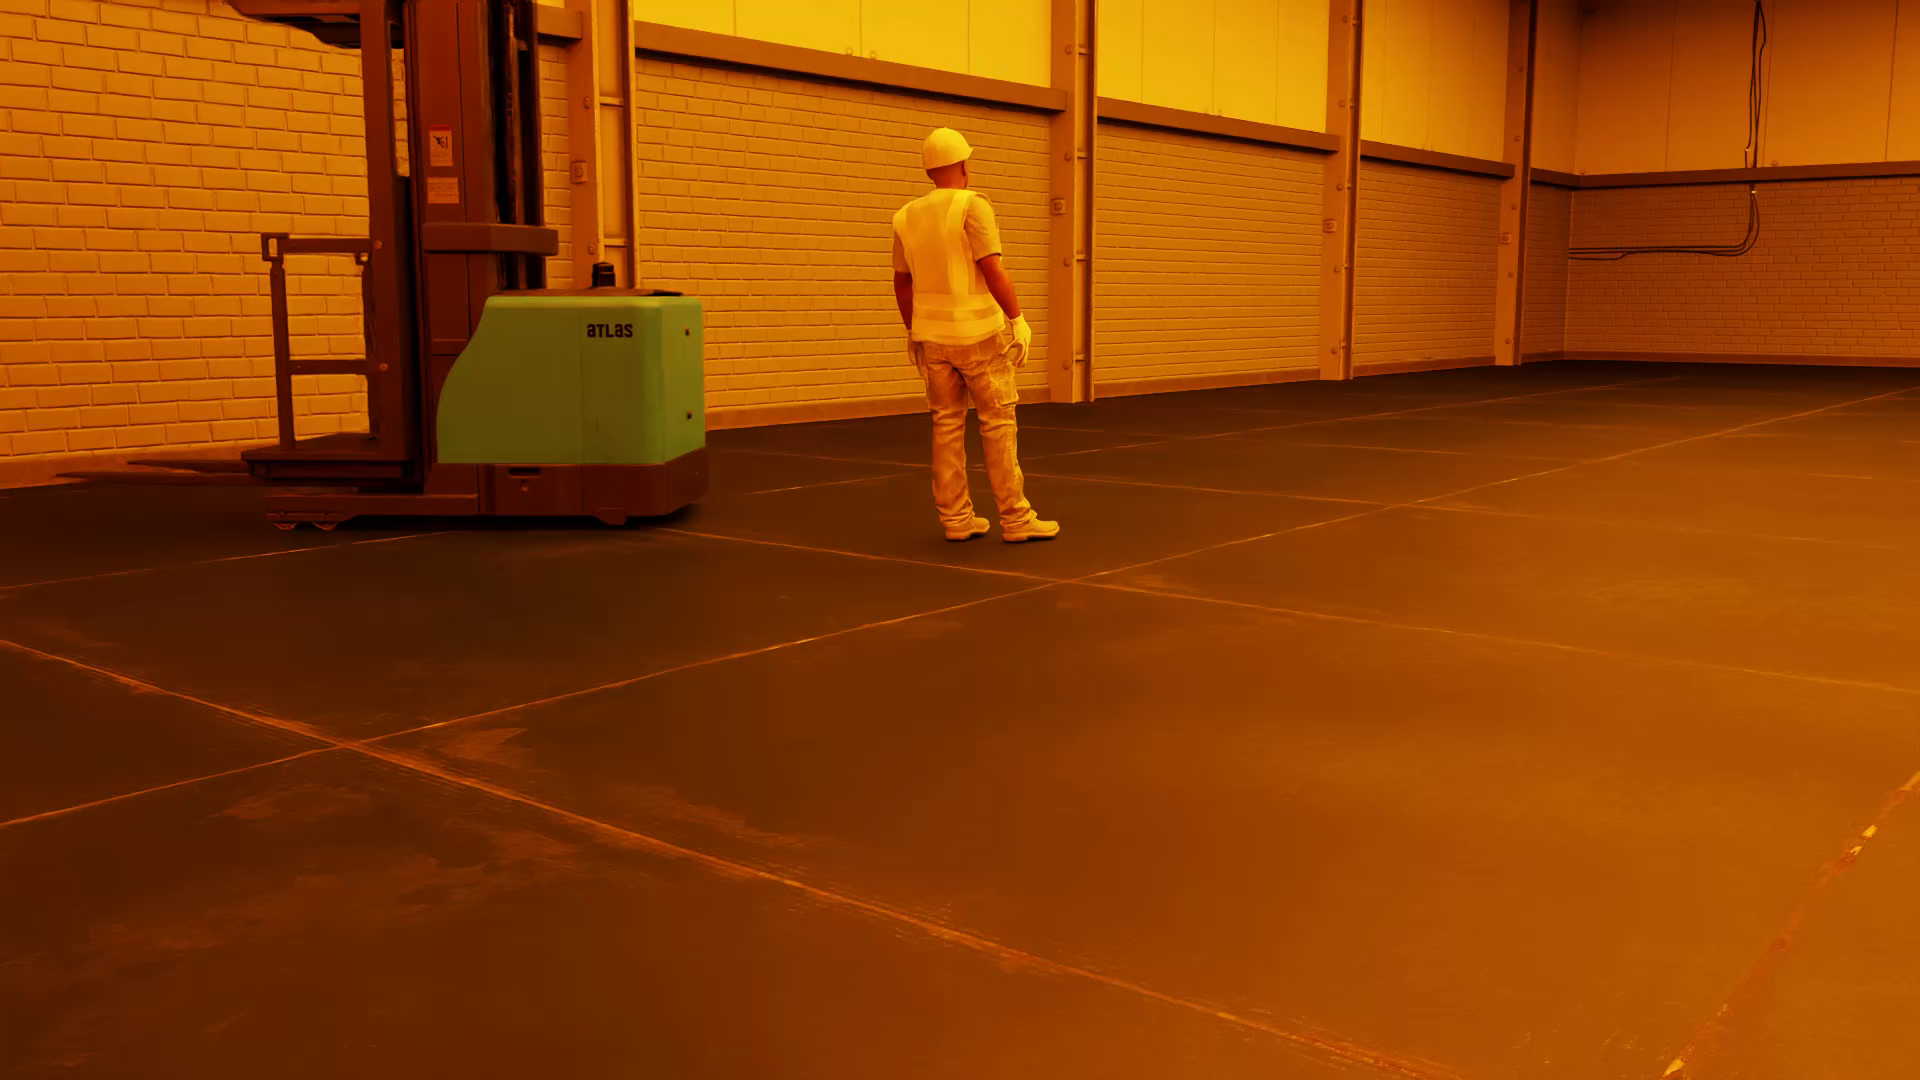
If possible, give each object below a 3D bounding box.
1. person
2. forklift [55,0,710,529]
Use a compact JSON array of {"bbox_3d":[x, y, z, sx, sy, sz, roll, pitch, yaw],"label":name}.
[{"bbox_3d":[0.052,-0.897,7.324,0.656,1.782,0.577,7,11,38],"label":"person"},{"bbox_3d":[-2.832,-1.577,8.056,3.031,2.935,1.130,1,8,4],"label":"forklift"}]
